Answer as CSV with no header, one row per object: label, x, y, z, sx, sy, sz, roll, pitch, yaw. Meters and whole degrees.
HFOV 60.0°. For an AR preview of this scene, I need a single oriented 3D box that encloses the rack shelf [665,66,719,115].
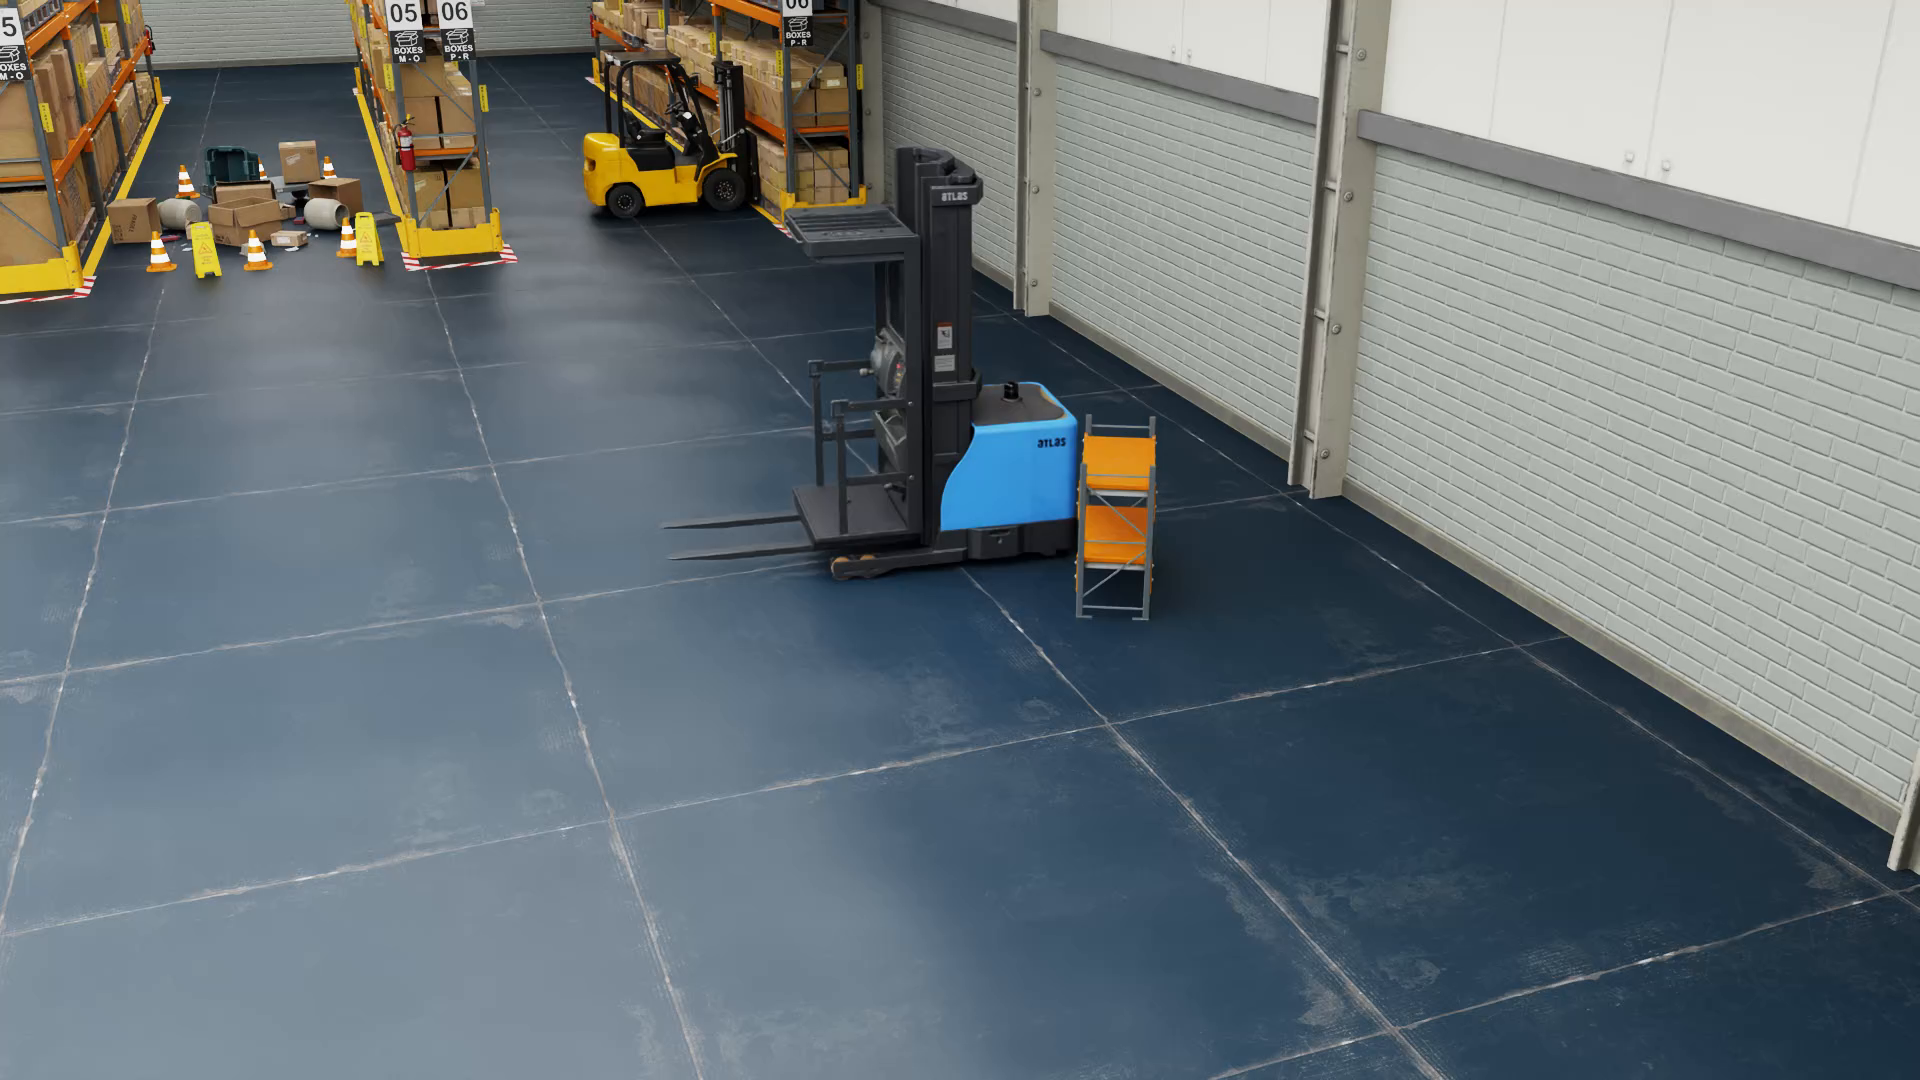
rack shelf,-4.012,-7.640,27.940,1.077,0.370,4.000,-8,24,-19

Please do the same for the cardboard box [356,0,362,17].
cardboard box,-10.507,-9.413,29.804,0.500,0.500,0.500,-9,24,-20

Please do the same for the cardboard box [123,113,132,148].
cardboard box,-14.148,-6.815,27.736,0.500,0.500,0.500,-8,24,-18

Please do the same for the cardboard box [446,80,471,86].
cardboard box,-6.810,-5.875,22.315,0.500,0.500,0.500,-9,24,-20

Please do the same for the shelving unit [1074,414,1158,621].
shelving unit,1.105,-0.177,11.721,0.538,1.125,1.048,2,23,6

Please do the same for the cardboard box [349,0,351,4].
cardboard box,-12.095,-11.029,33.639,0.500,0.500,0.500,-9,24,-20

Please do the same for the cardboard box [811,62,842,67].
cardboard box,-1.847,-6.530,23.033,0.380,0.149,0.250,-7,24,-17

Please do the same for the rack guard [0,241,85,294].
rack guard,-11.122,-3.232,19.775,1.175,0.500,0.348,-8,24,-19

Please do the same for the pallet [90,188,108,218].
pallet,-12.886,-4.831,23.941,1.003,0.211,1.213,-8,24,-19

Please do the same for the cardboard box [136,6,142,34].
cardboard box,-16.206,-10.074,32.277,0.500,0.500,0.500,-9,24,-20

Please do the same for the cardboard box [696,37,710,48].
cardboard box,-4.113,-8.143,27.245,0.380,0.149,0.250,-8,24,-19

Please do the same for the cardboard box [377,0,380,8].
cardboard box,-7.332,-7.079,21.631,0.500,0.250,0.500,-8,24,-18

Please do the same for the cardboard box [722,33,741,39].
cardboard box,-3.854,-8.397,27.847,0.380,0.149,0.250,-8,24,-17

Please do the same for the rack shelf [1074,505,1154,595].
rack shelf,1.105,0.048,11.816,0.538,0.278,1.000,2,23,6

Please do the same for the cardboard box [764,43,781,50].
cardboard box,-2.754,-7.461,25.242,0.380,0.149,0.250,-9,24,-19

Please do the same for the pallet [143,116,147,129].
pallet,-15.640,-7.707,30.764,1.003,0.211,1.213,-8,24,-19

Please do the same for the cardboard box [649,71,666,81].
cardboard box,-5.734,-8.859,31.750,0.380,0.149,0.250,-7,24,-17

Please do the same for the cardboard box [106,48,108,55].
cardboard box,-14.311,-8.095,27.493,0.380,0.149,0.250,-8,24,-19

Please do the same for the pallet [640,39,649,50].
pallet,-5.410,-9.315,31.237,1.003,0.211,1.213,-8,24,-19

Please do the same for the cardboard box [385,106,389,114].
cardboard box,-8.137,-6.288,24.130,0.380,0.149,0.250,-8,24,-19

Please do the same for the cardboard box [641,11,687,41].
cardboard box,-5.469,-9.507,30.770,0.797,0.503,0.637,-9,24,-20

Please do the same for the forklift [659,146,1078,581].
forklift,-0.702,-1.280,12.014,3.031,2.935,1.130,-6,23,-13

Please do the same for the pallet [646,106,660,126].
pallet,-5.375,-8.132,31.772,1.003,0.211,1.213,-8,24,-19

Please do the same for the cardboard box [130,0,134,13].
cardboard box,-15.827,-10.155,31.182,0.500,0.500,0.500,-9,25,-21

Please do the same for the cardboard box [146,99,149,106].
cardboard box,-15.877,-8.462,32.095,0.380,0.149,0.250,-8,24,-18

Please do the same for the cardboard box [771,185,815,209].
cardboard box,-2.354,-4.845,23.383,0.500,0.250,0.500,-8,24,-19

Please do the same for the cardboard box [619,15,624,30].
cardboard box,-6.540,-10.371,33.304,0.500,0.250,0.500,-8,24,-18

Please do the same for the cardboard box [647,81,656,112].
cardboard box,-5.625,-8.423,31.550,0.500,0.500,0.500,-9,25,-21

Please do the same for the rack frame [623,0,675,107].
rack frame,-6.132,-10.151,32.973,1.000,3.000,0.127,-8,24,-19

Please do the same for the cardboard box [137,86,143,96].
cardboard box,-15.602,-8.449,31.298,0.380,0.149,0.250,-8,24,-18

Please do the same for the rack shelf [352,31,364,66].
rack shelf,-11.481,-9.864,33.218,1.077,0.370,4.000,-8,24,-19

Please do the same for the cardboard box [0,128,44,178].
cardboard box,-11.304,-4.591,19.586,0.875,0.550,0.550,-8,24,-19

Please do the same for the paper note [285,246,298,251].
paper note,-8.731,-3.811,21.752,0.148,0.019,0.142,-18,29,-37

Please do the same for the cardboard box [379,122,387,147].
cardboard box,-9.171,-6.791,27.844,0.950,0.372,0.625,-10,25,-23

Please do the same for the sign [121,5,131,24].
sign,-14.852,-9.364,29.614,0.100,0.325,0.005,-8,24,-19

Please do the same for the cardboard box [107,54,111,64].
cardboard box,-14.309,-7.957,27.550,0.380,0.149,0.250,-8,24,-17

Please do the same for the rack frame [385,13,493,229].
rack frame,-6.535,-5.109,21.009,1.000,3.000,0.127,-8,24,-19

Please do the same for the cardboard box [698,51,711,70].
cardboard box,-3.907,-7.735,26.789,0.500,0.250,0.500,-9,24,-20

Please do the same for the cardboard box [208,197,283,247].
cardboard box,-9.524,-4.249,22.184,0.637,0.503,0.797,12,26,27

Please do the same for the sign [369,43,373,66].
sign,-8.466,-7.018,24.048,0.100,0.325,0.005,-8,24,-19

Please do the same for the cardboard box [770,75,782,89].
cardboard box,-2.395,-6.312,22.901,0.380,0.149,0.250,-8,24,-18

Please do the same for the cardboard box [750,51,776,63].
cardboard box,-2.837,-7.025,24.208,0.380,0.149,0.250,-8,24,-19

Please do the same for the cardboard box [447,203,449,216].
cardboard box,-6.735,-4.553,22.689,0.500,0.250,0.500,-7,24,-17

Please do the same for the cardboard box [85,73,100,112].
cardboard box,-12.831,-6.486,24.147,0.500,0.500,0.500,-8,24,-19

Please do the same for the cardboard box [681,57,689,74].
cardboard box,-4.429,-8.064,28.215,0.500,0.250,0.500,-9,25,-21

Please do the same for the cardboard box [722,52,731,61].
cardboard box,-3.439,-7.438,25.570,0.380,0.149,0.250,-9,24,-20

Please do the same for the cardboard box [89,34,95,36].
cardboard box,-14.404,-8.323,27.653,0.380,0.149,0.250,-8,24,-17

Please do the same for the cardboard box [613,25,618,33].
cardboard box,-6.891,-10.487,34.094,0.380,0.149,0.250,-9,24,-20

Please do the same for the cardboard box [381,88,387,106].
cardboard box,-8.054,-6.547,23.910,0.500,0.500,0.500,-8,24,-19

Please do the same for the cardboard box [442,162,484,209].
cardboard box,-6.570,-4.720,22.121,0.500,0.500,0.500,-9,25,-21

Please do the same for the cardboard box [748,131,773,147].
cardboard box,-2.893,-5.855,24.491,0.500,0.250,0.500,-9,24,-20

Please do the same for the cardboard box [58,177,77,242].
cardboard box,-11.744,-4.164,20.962,0.875,0.875,0.875,-9,24,-20

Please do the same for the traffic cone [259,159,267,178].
traffic cone,-10.734,-5.620,25.488,0.336,0.463,0.334,-8,24,-19

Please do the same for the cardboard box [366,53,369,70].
cardboard box,-9.978,-8.278,28.721,0.500,0.250,0.500,-8,24,-18

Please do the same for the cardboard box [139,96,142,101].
cardboard box,-15.659,-8.310,31.352,0.380,0.149,0.250,-7,24,-17

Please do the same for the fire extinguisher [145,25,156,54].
fire extinguisher,-16.440,-10.154,33.558,0.296,0.674,0.183,-8,24,-19
